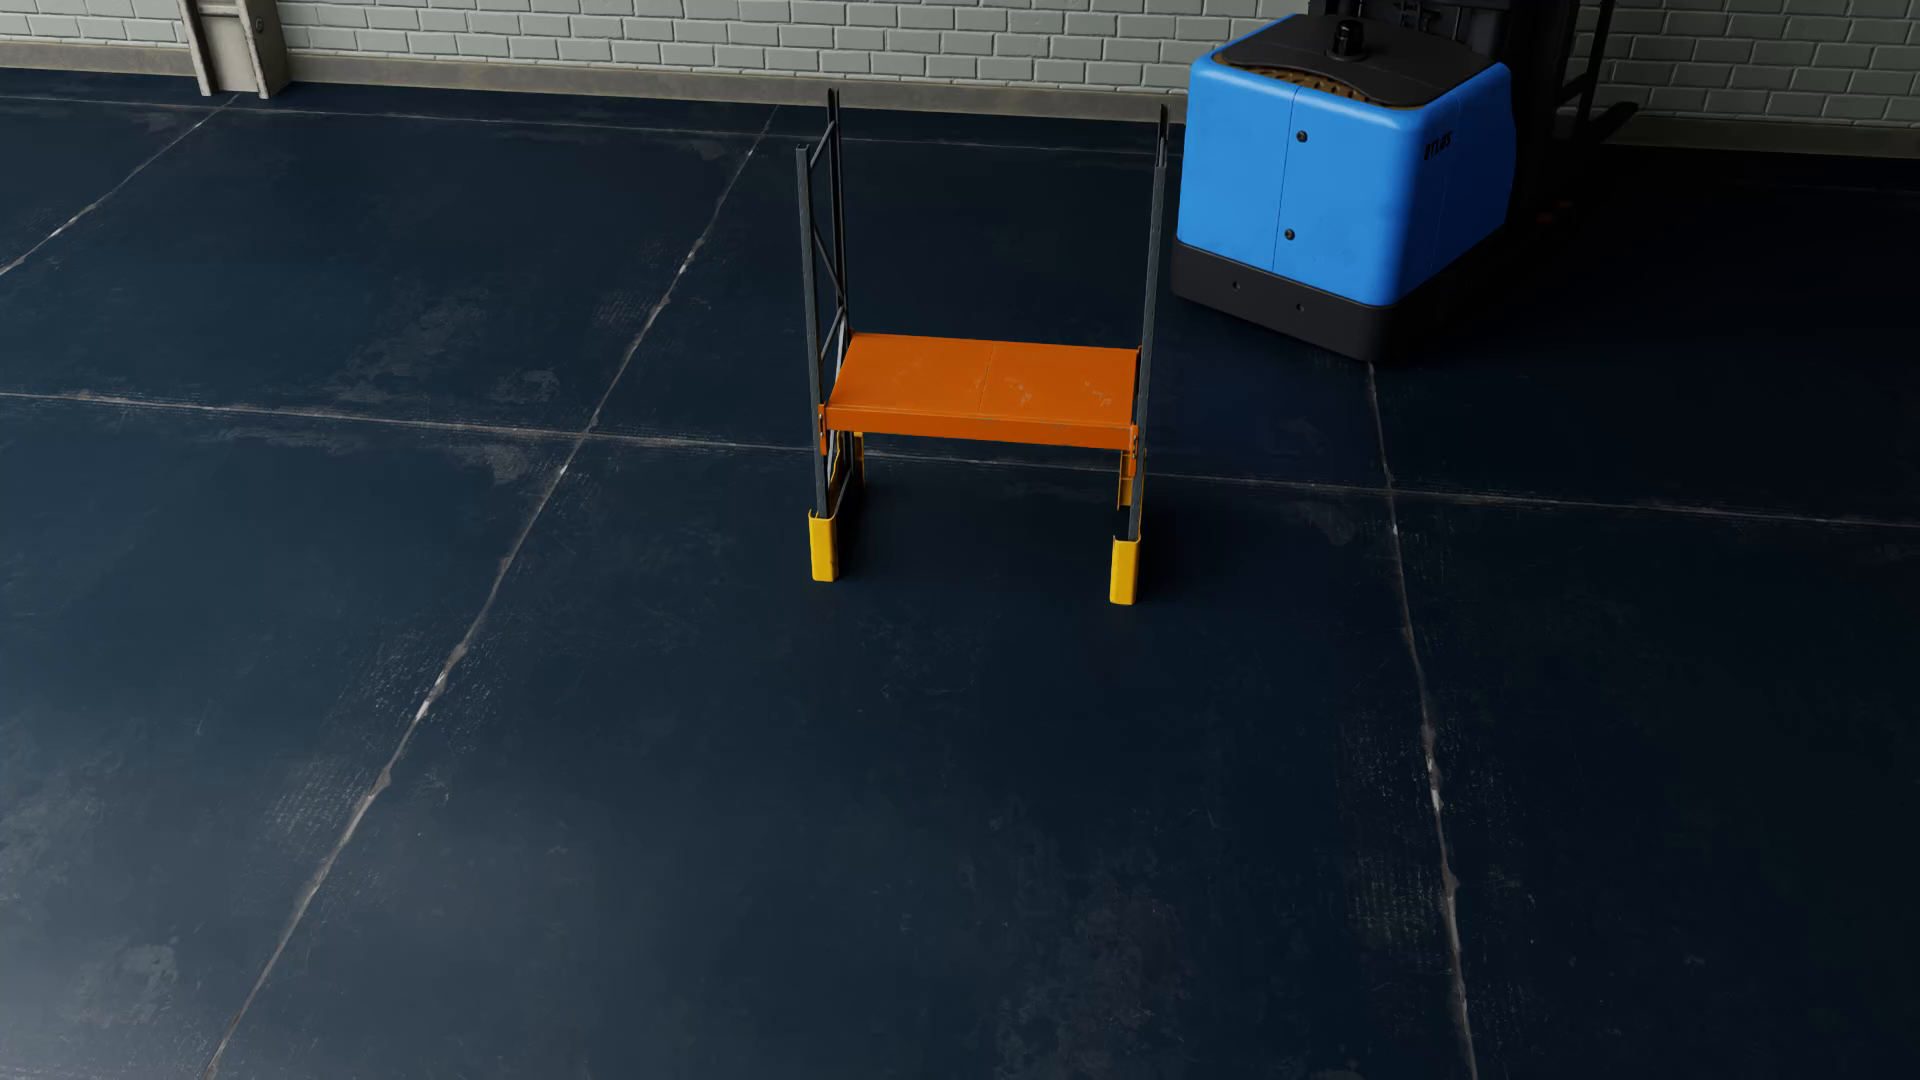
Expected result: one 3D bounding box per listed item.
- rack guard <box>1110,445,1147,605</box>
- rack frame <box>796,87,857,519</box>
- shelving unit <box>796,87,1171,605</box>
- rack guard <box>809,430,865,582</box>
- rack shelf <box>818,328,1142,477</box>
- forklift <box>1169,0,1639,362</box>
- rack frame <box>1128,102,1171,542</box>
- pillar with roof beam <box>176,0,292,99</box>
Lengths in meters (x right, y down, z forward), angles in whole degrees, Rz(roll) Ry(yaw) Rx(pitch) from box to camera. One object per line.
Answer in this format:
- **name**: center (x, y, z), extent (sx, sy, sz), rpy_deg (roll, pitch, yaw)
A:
- **rack guard**: center (0.570, -0.059, 5.618), extent (0.087, 0.250, 0.587), rpy_deg (4, 36, 6)
- **rack frame**: center (-0.420, -0.642, 5.358), extent (0.032, 1.500, 0.500), rpy_deg (4, 36, 6)
- **shelving unit**: center (0.076, -0.605, 5.306), extent (1.083, 1.500, 0.587), rpy_deg (4, 36, 6)
- **rack guard**: center (-0.418, -0.133, 5.721), extent (0.087, 0.250, 0.587), rpy_deg (4, 36, 6)
- **rack shelf**: center (0.085, -0.458, 5.410), extent (1.000, 0.185, 0.538), rpy_deg (4, 36, 6)
- **forklift**: center (2.232, -2.687, 6.992), extent (1.130, 2.935, 3.031), rpy_deg (26, 43, 32)
- **rack frame**: center (0.589, -0.567, 5.253), extent (0.032, 1.500, 0.500), rpy_deg (4, 36, 6)
- **pillar with roof beam**: center (-4.528, -3.716, 3.210), extent (0.400, 9.000, 9.100), rpy_deg (4, 36, 6)
